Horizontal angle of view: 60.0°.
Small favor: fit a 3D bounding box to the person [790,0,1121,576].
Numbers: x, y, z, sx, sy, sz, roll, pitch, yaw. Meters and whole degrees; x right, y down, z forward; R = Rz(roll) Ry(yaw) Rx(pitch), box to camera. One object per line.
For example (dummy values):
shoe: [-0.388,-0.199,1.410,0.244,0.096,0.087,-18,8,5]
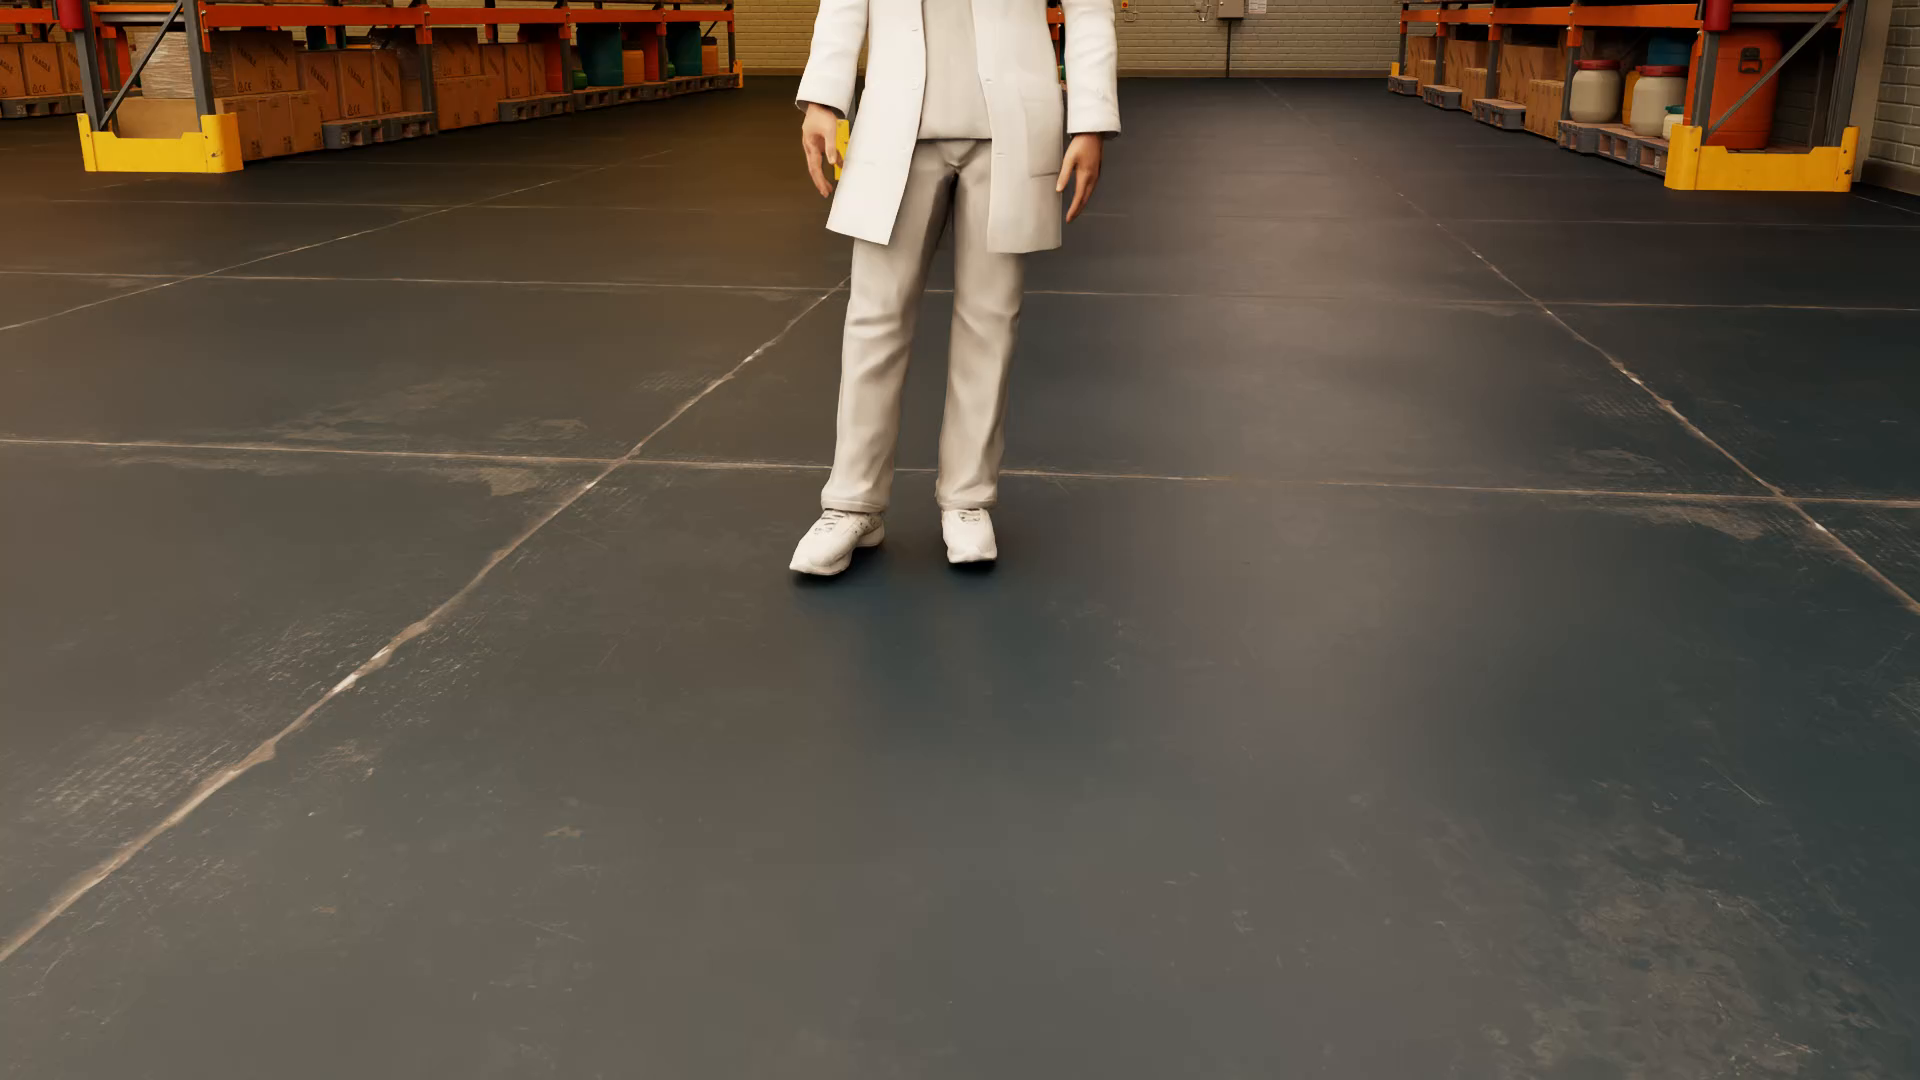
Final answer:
person: [-0.016,-0.828,3.472,0.694,1.776,0.581,2,18,7]
